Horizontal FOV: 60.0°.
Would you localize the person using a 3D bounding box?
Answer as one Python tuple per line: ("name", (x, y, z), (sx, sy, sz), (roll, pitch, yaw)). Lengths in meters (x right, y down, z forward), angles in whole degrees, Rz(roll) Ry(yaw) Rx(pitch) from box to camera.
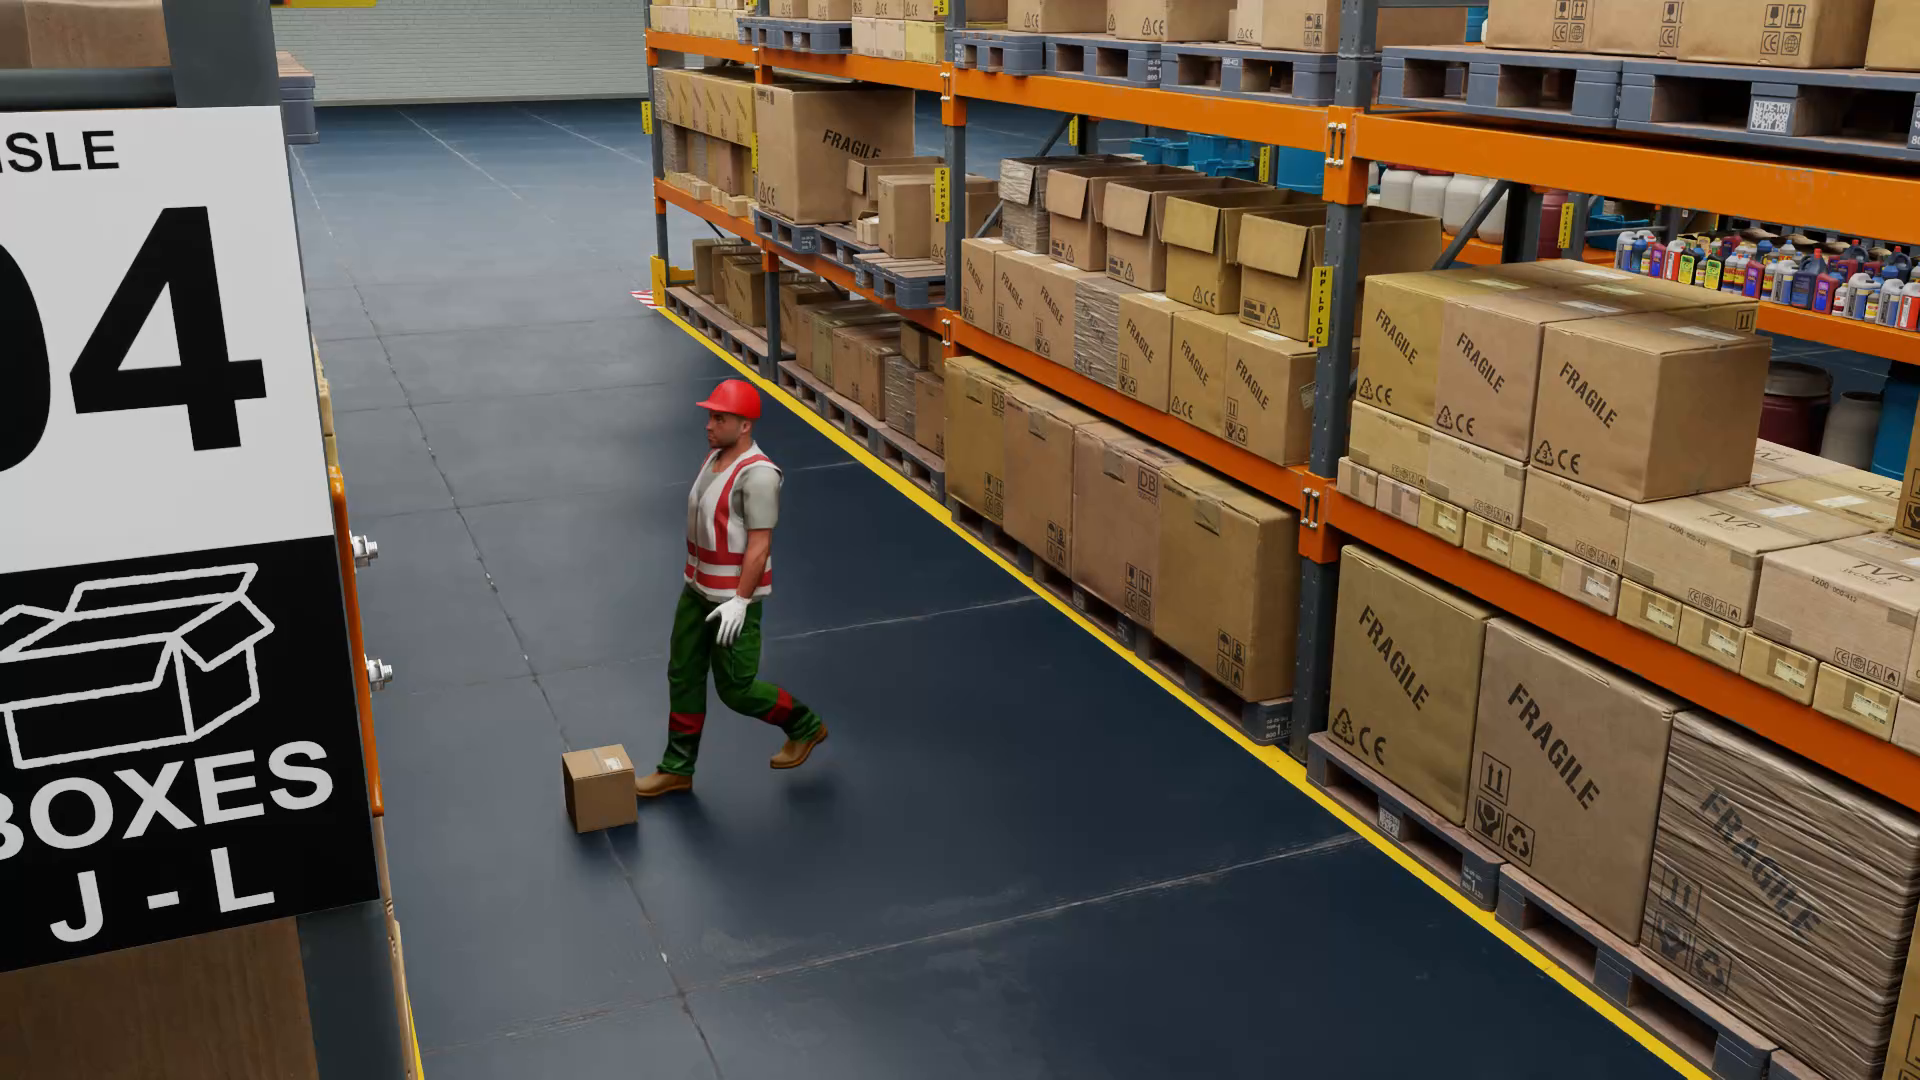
("person", (-0.997, 0.220, 6.884), (0.852, 1.764, 0.546), (-13, 23, -35))
